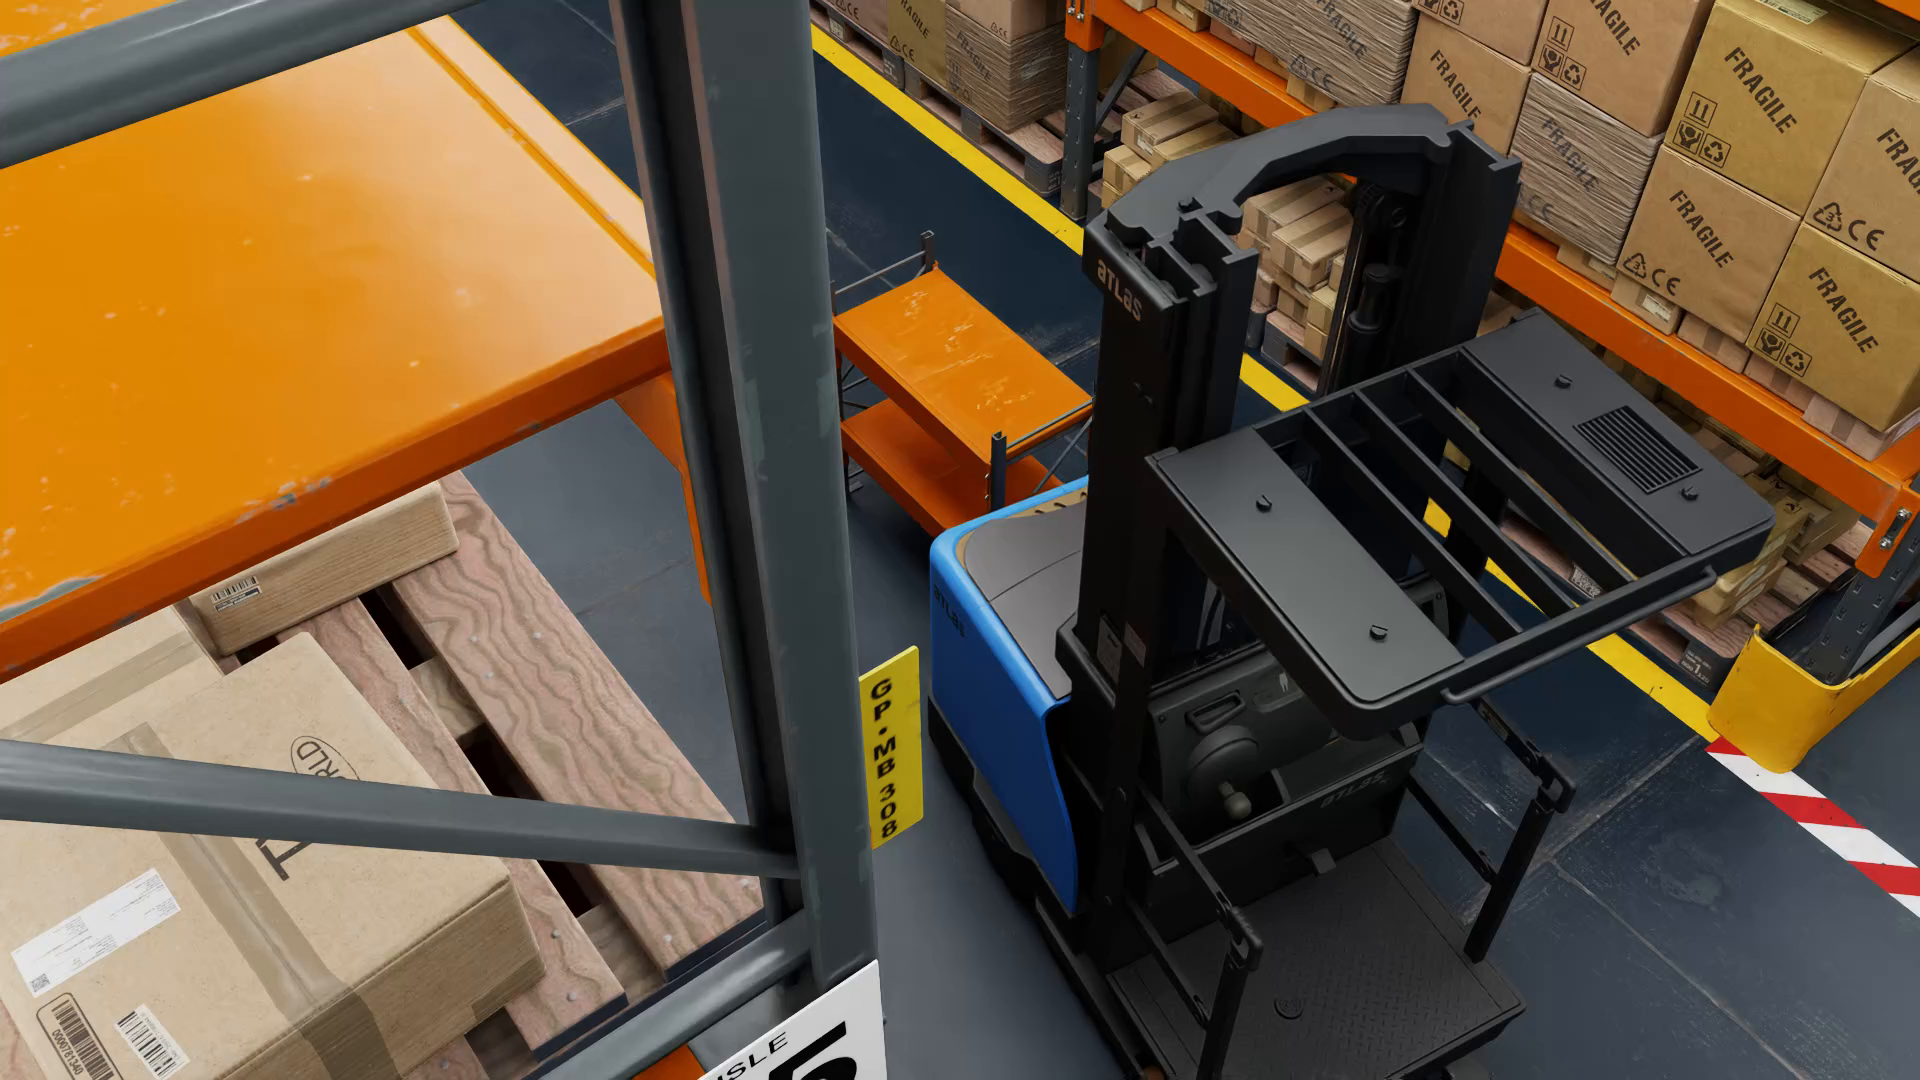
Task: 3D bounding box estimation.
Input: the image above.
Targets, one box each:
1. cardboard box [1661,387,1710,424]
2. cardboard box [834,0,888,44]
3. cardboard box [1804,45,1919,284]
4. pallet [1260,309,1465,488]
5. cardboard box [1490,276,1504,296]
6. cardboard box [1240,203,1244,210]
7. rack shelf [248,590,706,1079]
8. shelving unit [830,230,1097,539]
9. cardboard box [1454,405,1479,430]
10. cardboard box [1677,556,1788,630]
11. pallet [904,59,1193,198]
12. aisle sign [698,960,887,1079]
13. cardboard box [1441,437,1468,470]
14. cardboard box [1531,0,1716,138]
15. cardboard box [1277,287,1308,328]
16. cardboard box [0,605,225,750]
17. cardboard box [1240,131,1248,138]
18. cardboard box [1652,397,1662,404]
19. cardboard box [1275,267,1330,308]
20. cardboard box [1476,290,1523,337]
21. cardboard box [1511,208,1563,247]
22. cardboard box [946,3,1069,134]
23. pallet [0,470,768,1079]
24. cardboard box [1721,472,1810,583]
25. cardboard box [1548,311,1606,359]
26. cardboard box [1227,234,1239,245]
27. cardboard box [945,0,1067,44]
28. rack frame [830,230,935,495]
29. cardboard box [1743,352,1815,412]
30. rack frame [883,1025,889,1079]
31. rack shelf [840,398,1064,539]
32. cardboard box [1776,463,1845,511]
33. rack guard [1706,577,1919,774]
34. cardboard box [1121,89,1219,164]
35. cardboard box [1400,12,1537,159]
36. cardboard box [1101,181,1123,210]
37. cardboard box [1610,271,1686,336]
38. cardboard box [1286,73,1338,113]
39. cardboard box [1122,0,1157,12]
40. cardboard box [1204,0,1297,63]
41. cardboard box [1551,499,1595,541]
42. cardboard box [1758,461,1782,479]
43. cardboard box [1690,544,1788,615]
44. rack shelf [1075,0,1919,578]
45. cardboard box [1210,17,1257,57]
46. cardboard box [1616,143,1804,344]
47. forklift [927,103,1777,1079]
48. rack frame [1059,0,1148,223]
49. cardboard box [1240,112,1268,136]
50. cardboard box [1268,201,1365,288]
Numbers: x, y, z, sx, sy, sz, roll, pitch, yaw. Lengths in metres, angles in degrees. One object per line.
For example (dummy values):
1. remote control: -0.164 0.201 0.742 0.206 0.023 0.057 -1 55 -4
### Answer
1. cardboard box: 2.988 -0.624 6.529 0.380 0.149 0.250 -30 54 -24
2. cardboard box: -0.340 -3.056 8.898 0.500 0.500 0.500 -31 55 -25
3. cardboard box: 2.873 -1.093 4.772 0.500 0.500 0.500 -30 55 -25
4. pallet: 2.104 -0.787 7.320 1.003 0.211 1.213 -29 54 -24
5. cardboard box: 2.261 -1.182 7.035 0.380 0.149 0.250 -29 54 -24
6. cardboard box: 1.282 -1.595 7.409 0.380 0.149 0.250 -30 54 -24
7. rack shelf: -1.741 -0.130 3.303 1.077 0.370 4.000 -29 54 -24
8. shelving unit: 0.004 -0.374 6.328 0.538 1.125 1.048 -29 54 -24
9. cardboard box: 2.162 -0.537 6.651 0.380 0.149 0.250 -29 54 -23
10. cardboard box: 2.864 0.135 6.243 0.380 0.149 0.250 -29 54 -23
11. pallet: 0.454 -2.345 8.733 1.003 0.211 1.213 -29 54 -24
12. aisle sign: -0.256 0.854 2.195 0.394 0.787 0.004 -29 54 -24
13. cardboard box: 2.172 -0.428 6.753 0.380 0.149 0.250 -32 55 -25
14. cardboard box: 2.245 -1.694 5.317 0.500 0.500 0.500 -27 53 -22
15. cardboard box: 1.628 -1.098 7.360 0.380 0.149 0.250 -32 55 -25
16. cardboard box: -1.191 0.281 2.263 0.380 0.149 0.250 -33 56 -27
17. cardboard box: 1.544 -1.910 7.896 0.380 0.149 0.250 -32 55 -26
18. cardboard box: 2.827 -0.664 6.766 0.380 0.149 0.250 -28 54 -23
19. cardboard box: 1.601 -1.180 7.234 0.380 0.149 0.250 -27 53 -22
20. cardboard box: 2.077 -0.836 6.722 0.380 0.149 0.250 -31 55 -25
21. cardboard box: 2.216 -1.245 6.023 0.380 0.149 0.250 -32 55 -25
22. cardboard box: 0.278 -2.448 8.348 0.500 0.500 0.500 -30 55 -25
23. pallet: -0.987 0.405 2.393 1.003 0.211 1.213 -29 54 -24
24. cardboard box: 2.826 -0.047 6.006 0.380 0.149 0.250 -29 54 -24
25. cardboard box: 2.612 -0.901 6.780 0.380 0.149 0.250 -27 53 -23
26. cardboard box: 1.292 -1.513 7.536 0.380 0.149 0.250 -30 54 -24
27. cardboard box: 0.274 -2.703 8.072 0.500 0.250 0.500 -31 55 -25
28. rack frame: -0.304 -0.674 6.600 0.500 1.125 0.032 -29 54 -24
29. cardboard box: 2.805 -0.610 5.446 0.380 0.149 0.250 -29 54 -24
30. rack frame: -0.530 1.815 3.079 1.000 3.000 0.127 -29 54 -24
31. rack shelf: 0.004 -0.210 6.510 0.538 0.278 1.000 -29 54 -24
32. cardboard box: 3.302 -0.310 6.244 0.380 0.149 0.250 -32 55 -26
33. rack guard: 3.303 0.330 6.113 1.175 0.500 0.348 -29 54 -24
34. cardboard box: 0.970 -1.911 7.696 0.380 0.149 0.250 -27 53 -23
35. cardboard box: 1.956 -1.647 5.949 0.500 0.500 0.500 -27 53 -22
36. cardboard box: 0.891 -1.648 7.859 0.380 0.149 0.250 -32 55 -25
37. cardboard box: 2.469 -0.891 5.701 0.380 0.149 0.250 -28 54 -23
38. cardboard box: 1.517 -1.832 6.554 0.380 0.149 0.250 -28 54 -23
39. cardboard box: 0.838 -2.425 7.093 0.380 0.149 0.250 -28 53 -23
40. cardboard box: 1.331 -2.263 6.508 0.500 0.500 0.500 -29 54 -24
41. cardboard box: 2.536 -0.166 6.516 0.380 0.149 0.250 -30 54 -24
42. cardboard box: 3.115 -0.359 6.490 0.380 0.149 0.250 -30 54 -24
43. cardboard box: 2.802 0.068 6.102 0.380 0.149 0.250 -31 55 -25
44. rack shelf: 2.138 -1.403 6.481 1.077 0.370 4.000 -29 54 -24
45. cardboard box: 1.256 -2.173 6.863 0.380 0.149 0.250 -32 55 -25
46. cardboard box: 2.564 -1.054 5.412 0.500 0.500 0.500 -30 55 -25
47. forklift: 1.014 0.528 4.292 1.130 2.935 3.031 -21 51 -18
48. rack frame: 0.927 -2.824 7.284 1.000 3.000 0.127 -29 54 -24
49. cardboard box: 1.535 -1.981 7.759 0.380 0.149 0.250 -29 54 -24
50. cardboard box: 1.547 -1.265 7.110 0.380 0.149 0.250 -28 54 -23
